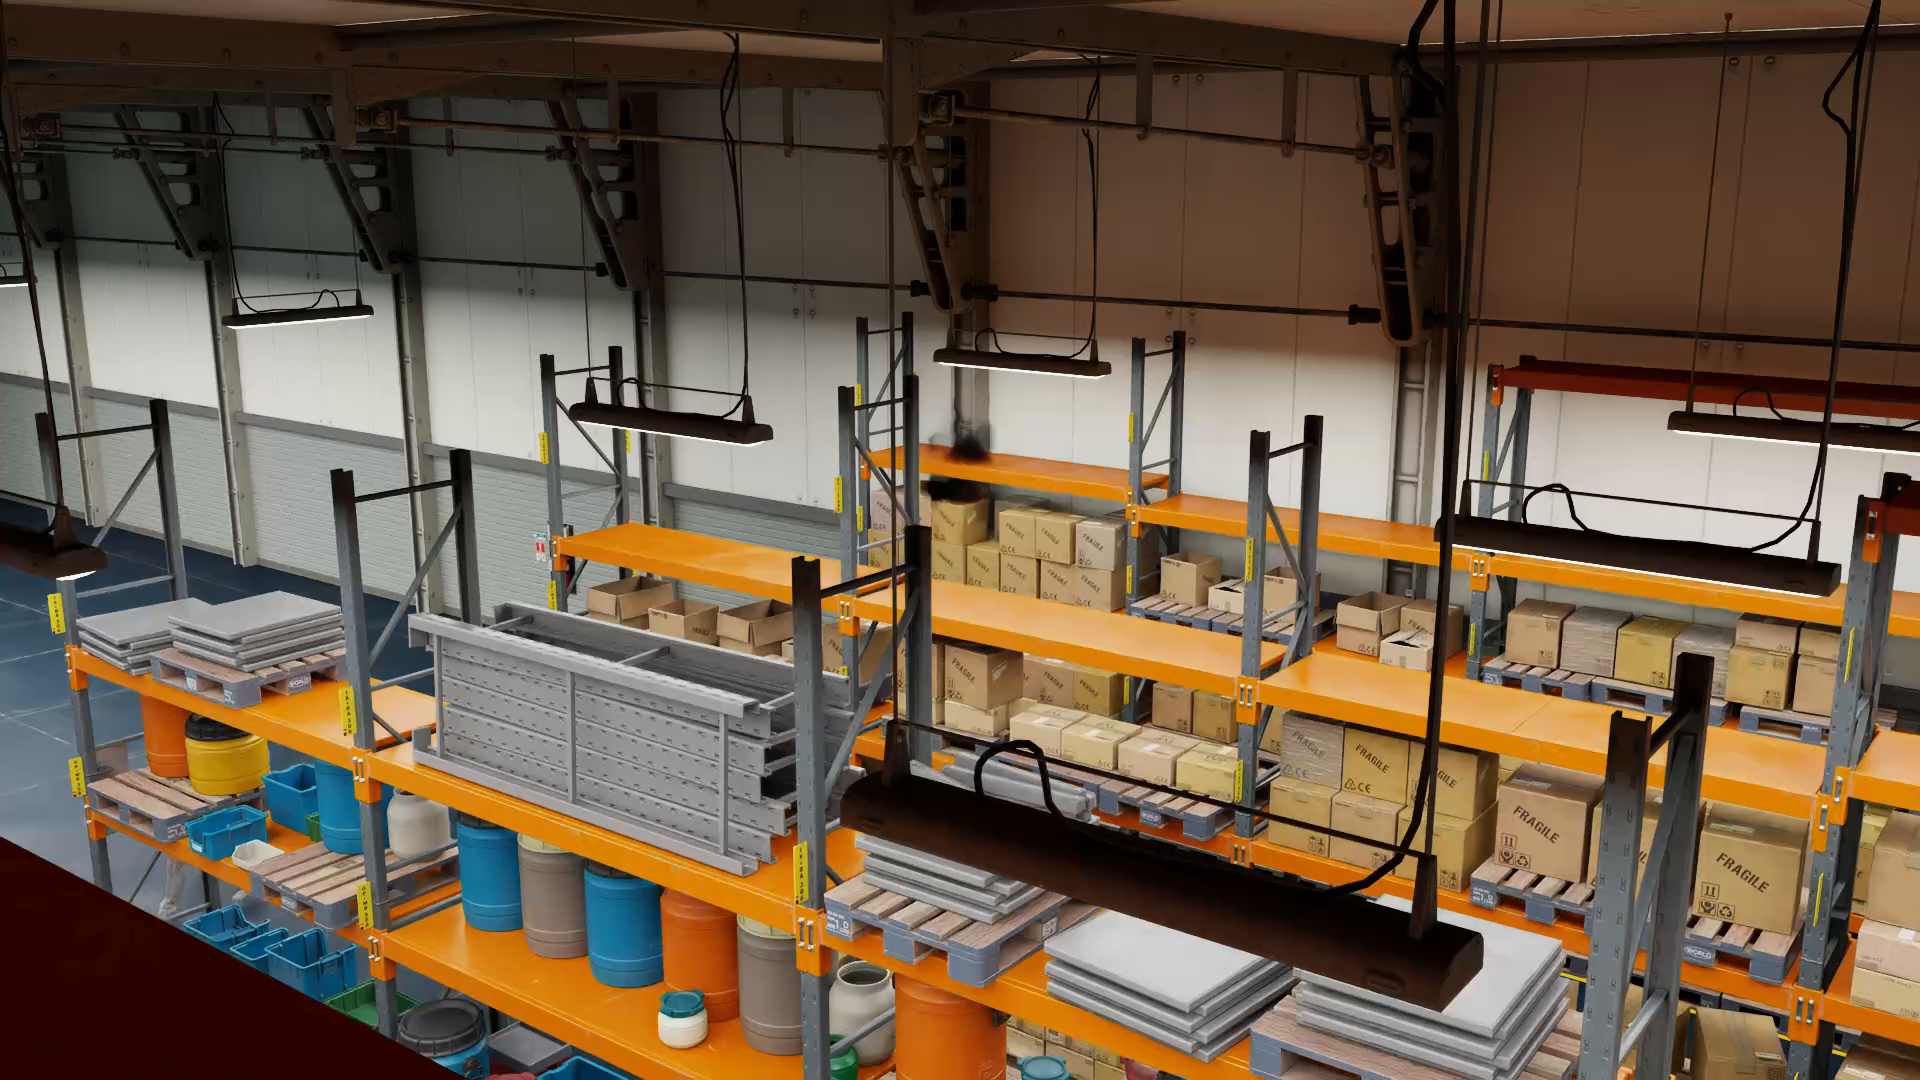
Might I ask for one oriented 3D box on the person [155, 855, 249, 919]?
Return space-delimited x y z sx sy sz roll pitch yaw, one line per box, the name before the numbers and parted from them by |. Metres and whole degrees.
person | -8.103 3.186 17.671 1.088 1.800 0.661 -7 15 -29
